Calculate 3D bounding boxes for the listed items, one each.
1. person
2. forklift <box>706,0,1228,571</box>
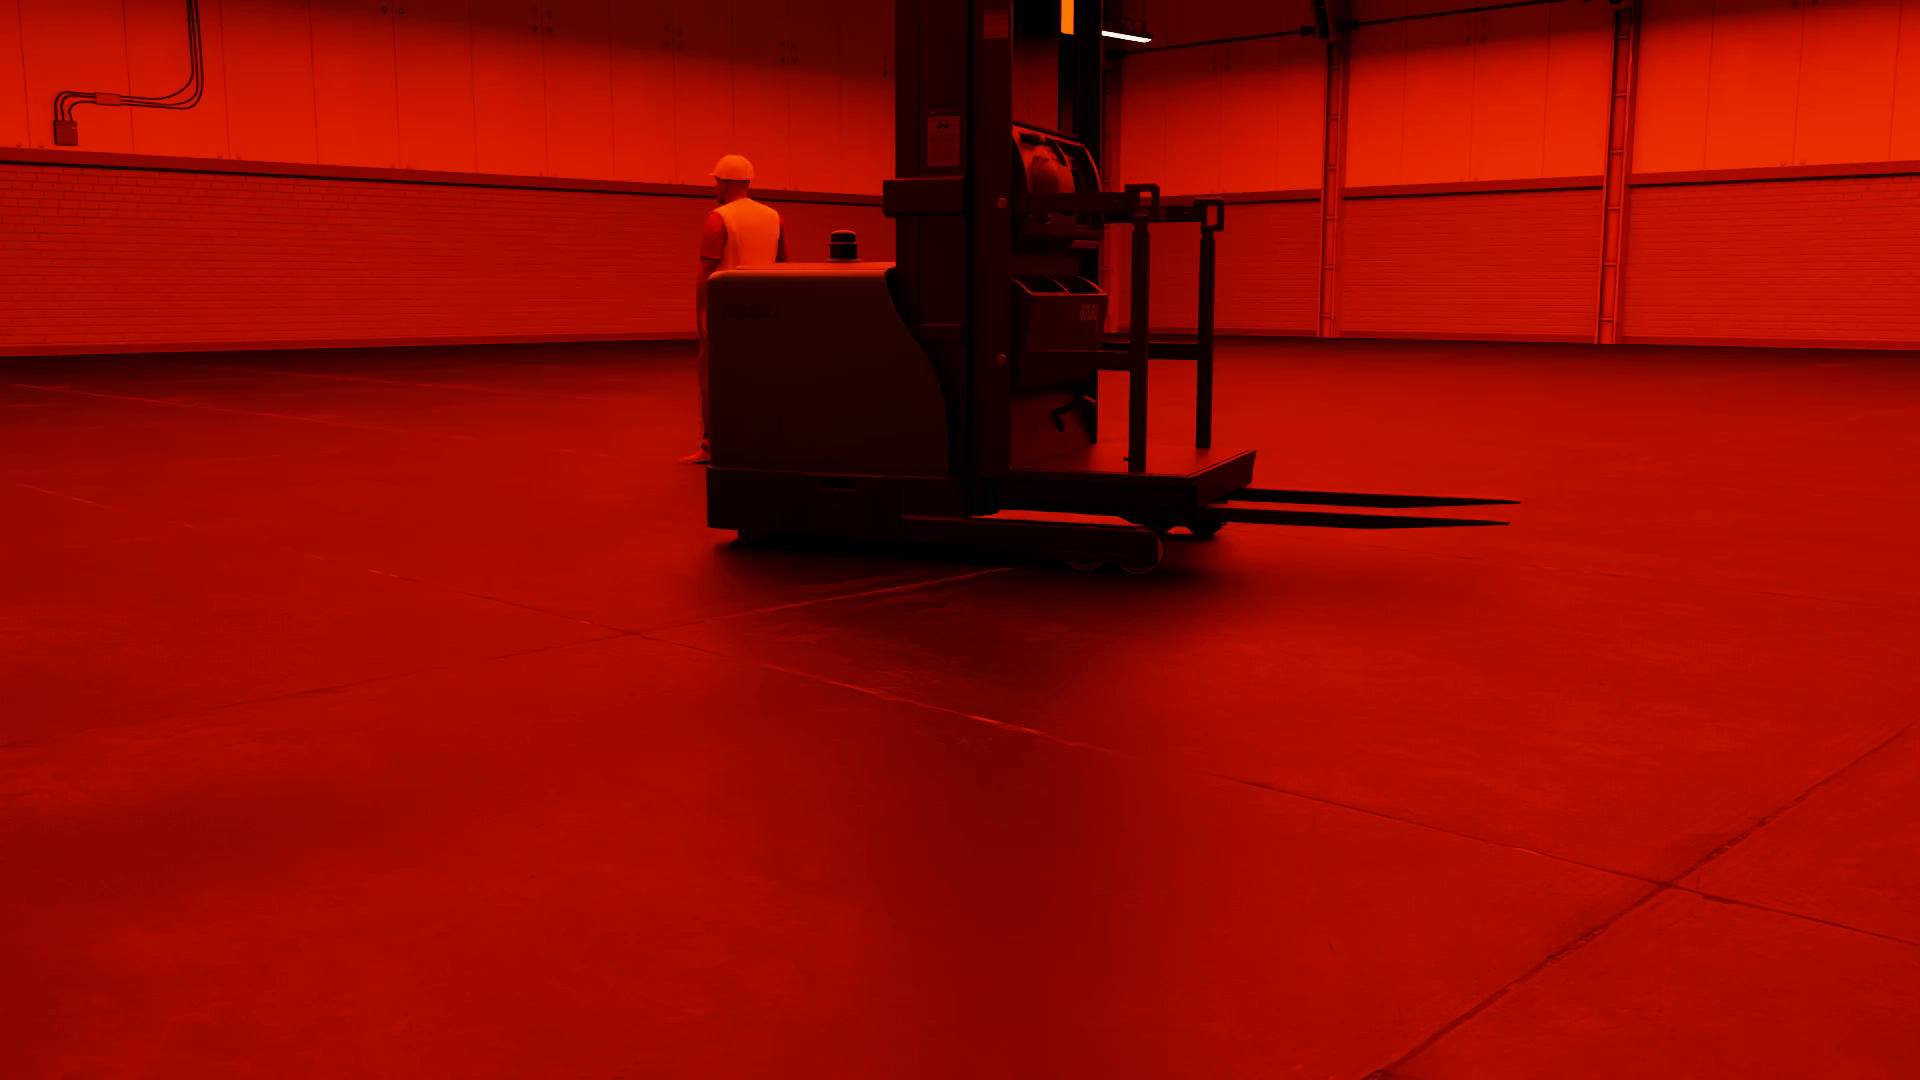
[{"bbox_3d":[-1.322,-1.321,9.656,0.508,1.784,0.659,8,12,43],"label":"person"},{"bbox_3d":[0.058,-1.402,6.483,1.939,2.843,1.129,3,9,22],"label":"forklift"}]
